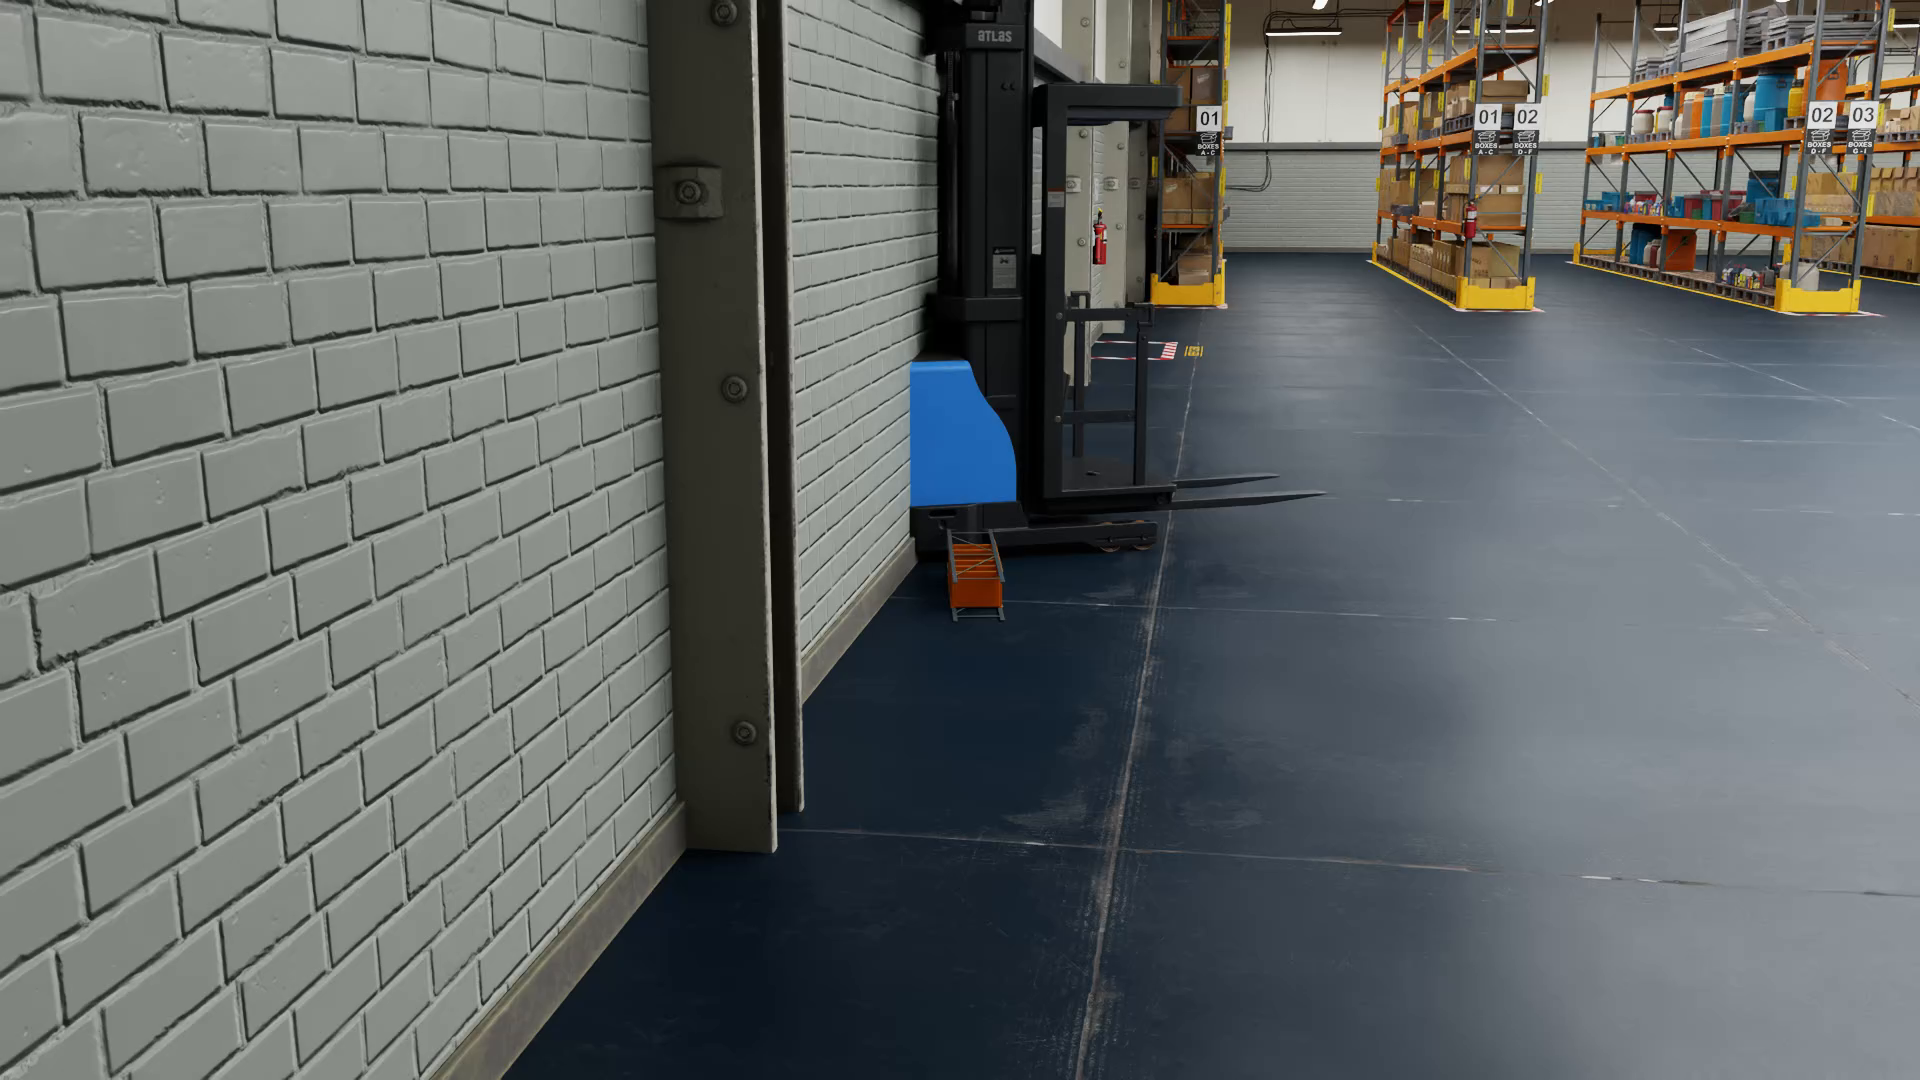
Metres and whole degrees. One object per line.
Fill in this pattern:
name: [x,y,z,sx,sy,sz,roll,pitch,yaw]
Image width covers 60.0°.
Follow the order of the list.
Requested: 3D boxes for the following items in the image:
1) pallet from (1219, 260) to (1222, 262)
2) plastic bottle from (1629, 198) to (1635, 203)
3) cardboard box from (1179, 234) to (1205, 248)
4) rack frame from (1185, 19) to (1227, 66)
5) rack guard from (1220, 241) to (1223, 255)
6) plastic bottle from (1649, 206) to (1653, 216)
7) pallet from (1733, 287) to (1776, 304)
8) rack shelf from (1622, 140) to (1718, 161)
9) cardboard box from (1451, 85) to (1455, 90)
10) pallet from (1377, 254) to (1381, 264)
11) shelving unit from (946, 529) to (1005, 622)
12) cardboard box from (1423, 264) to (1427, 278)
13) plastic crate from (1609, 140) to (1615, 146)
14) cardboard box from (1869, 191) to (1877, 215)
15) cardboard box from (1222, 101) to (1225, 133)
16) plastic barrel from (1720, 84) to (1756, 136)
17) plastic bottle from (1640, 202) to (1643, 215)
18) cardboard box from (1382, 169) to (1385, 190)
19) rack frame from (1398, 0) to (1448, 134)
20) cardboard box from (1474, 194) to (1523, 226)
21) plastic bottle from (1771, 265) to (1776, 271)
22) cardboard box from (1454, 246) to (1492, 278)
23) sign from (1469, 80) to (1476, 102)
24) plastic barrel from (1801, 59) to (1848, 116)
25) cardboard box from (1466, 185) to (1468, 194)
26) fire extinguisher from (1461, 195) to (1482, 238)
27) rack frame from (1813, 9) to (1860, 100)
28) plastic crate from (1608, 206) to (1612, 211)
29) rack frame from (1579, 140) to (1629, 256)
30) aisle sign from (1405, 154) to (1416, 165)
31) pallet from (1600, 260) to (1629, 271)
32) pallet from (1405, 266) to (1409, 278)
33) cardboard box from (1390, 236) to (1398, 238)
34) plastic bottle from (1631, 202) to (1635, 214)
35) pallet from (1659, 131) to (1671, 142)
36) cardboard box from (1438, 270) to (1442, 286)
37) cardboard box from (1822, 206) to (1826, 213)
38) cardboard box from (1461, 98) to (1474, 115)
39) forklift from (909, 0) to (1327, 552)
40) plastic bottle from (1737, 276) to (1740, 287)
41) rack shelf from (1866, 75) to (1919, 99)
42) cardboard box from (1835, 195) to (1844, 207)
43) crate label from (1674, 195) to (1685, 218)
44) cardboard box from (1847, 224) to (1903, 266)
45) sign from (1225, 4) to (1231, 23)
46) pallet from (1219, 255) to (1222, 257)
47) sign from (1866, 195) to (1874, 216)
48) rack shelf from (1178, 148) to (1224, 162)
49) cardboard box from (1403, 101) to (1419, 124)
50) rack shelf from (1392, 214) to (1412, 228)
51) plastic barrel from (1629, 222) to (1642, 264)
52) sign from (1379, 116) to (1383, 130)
pallet: [5.548,-6.352,38.469,1.003,0.211,1.213,2,12,9]
plastic bottle: [15.000,-7.462,37.117,0.144,0.351,0.185,2,12,9]
cardboard box: [4.599,-5.927,32.985,0.500,0.250,0.500,2,12,7]
rack frame: [6.207,-11.644,42.163,1.000,3.000,0.127,2,12,9]
rack guard: [6.211,-7.494,43.082,1.175,0.500,0.348,2,12,9]
plastic bottle: [14.582,-6.939,35.044,0.097,0.201,0.097,0,12,0]
pallet: [13.821,-4.136,28.184,1.003,0.211,1.213,2,12,9]
rack shelf: [15.073,-8.256,35.270,1.077,0.370,4.000,2,12,9]
cardboard box: [9.455,-8.265,31.183,0.500,0.500,0.500,3,13,14]
pallet: [10.969,-7.007,41.504,1.003,0.211,1.213,2,12,9]
shelving unit: [0.069,0.160,8.289,0.258,0.189,1.200,0,12,-2]
cardboard box: [9.114,-5.116,31.641,0.500,0.250,0.500,2,12,8]
plastic crate: [15.200,-9.172,38.440,0.293,0.136,0.466,2,12,9]
cardboard box: [19.881,-7.254,35.795,0.500,0.500,0.500,2,12,9]
cardboard box: [4.162,-7.078,27.811,0.500,0.500,0.500,3,12,12]
plastic barrel: [14.014,-7.717,29.870,0.600,0.901,0.708,2,12,9]
plastic bottle: [14.710,-7.146,35.840,0.097,0.271,0.097,0,12,0]
cardboard box: [10.701,-8.896,41.043,0.500,0.500,0.500,2,12,9]
rack frame: [10.487,-10.652,37.559,1.000,3.000,0.127,2,12,9]
cardboard box: [8.726,-5.367,27.038,0.700,0.500,0.500,2,12,9]
plastic bottle: [14.336,-4.669,29.282,0.144,0.351,0.185,2,12,7]
cardboard box: [8.430,-4.570,27.329,0.500,0.500,0.500,2,12,9]
sign: [8.107,-7.102,26.293,0.100,0.325,0.005,2,12,9]
plastic barrel: [13.485,-7.047,25.934,0.600,0.830,0.708,2,12,9]
cardboard box: [8.631,-5.833,27.661,0.380,0.149,0.250,2,12,9]
fire extinguisher: [8.164,-5.174,26.563,0.296,0.674,0.183,2,12,9]
rack frame: [20.890,-11.163,39.929,1.000,3.000,0.127,2,12,9]
plastic crate: [15.288,-7.694,38.586,0.437,0.125,0.590,2,12,9]
rack frame: [15.996,-8.390,41.306,1.000,3.000,0.127,2,12,9]
aisle sign: [11.415,-9.827,41.800,0.394,0.787,0.004,2,12,9]
pallet: [15.456,-6.349,38.452,1.003,0.211,1.213,2,12,9]
pallet: [10.024,-5.677,35.336,1.003,0.211,1.213,2,12,9]
cardboard box: [10.771,-7.105,40.223,0.797,0.503,0.637,2,12,9]
plastic bottle: [14.832,-7.311,36.605,0.097,0.271,0.097,0,12,0]
pallet: [14.980,-8.255,34.007,1.003,0.211,1.213,2,12,9]
cardboard box: [8.722,-4.620,29.342,0.500,0.250,0.500,2,12,9]
cardboard box: [20.236,-7.669,38.555,0.380,0.149,0.250,2,12,10]
cardboard box: [8.558,-7.136,27.392,0.500,0.250,0.500,2,12,9]
forklift: [0.599,-1.469,9.352,3.031,2.935,1.130,-3,13,-16]
plastic bottle: [13.521,-4.487,28.794,0.097,0.201,0.097,0,12,0]
rack shelf: [19.967,-9.366,34.252,1.077,0.370,4.000,2,12,9]
cardboard box: [20.161,-7.678,37.648,0.500,0.250,0.500,2,12,10]
crate label: [14.346,-6.544,32.656,0.502,0.435,0.616,2,12,9]
cardboard box: [20.196,-6.430,36.256,1.225,0.875,0.875,2,12,9]
sign: [4.895,-9.620,30.366,0.100,0.325,0.005,2,12,9]
pallet: [5.971,-6.926,41.130,1.003,0.211,1.213,2,12,9]
sign: [14.078,-5.176,25.735,0.100,0.325,0.005,2,12,9]
rack shelf: [5.284,-8.577,36.760,1.077,0.370,4.000,2,12,9]
cardboard box: [10.524,-9.825,38.234,0.700,0.500,0.500,2,12,9]
rack shelf: [10.179,-6.951,36.334,1.077,0.370,4.000,2,12,9]
plastic barrel: [15.280,-6.625,37.096,0.600,0.901,0.708,2,12,9]
sign: [10.566,-10.463,41.728,0.100,0.325,0.005,2,12,9]
